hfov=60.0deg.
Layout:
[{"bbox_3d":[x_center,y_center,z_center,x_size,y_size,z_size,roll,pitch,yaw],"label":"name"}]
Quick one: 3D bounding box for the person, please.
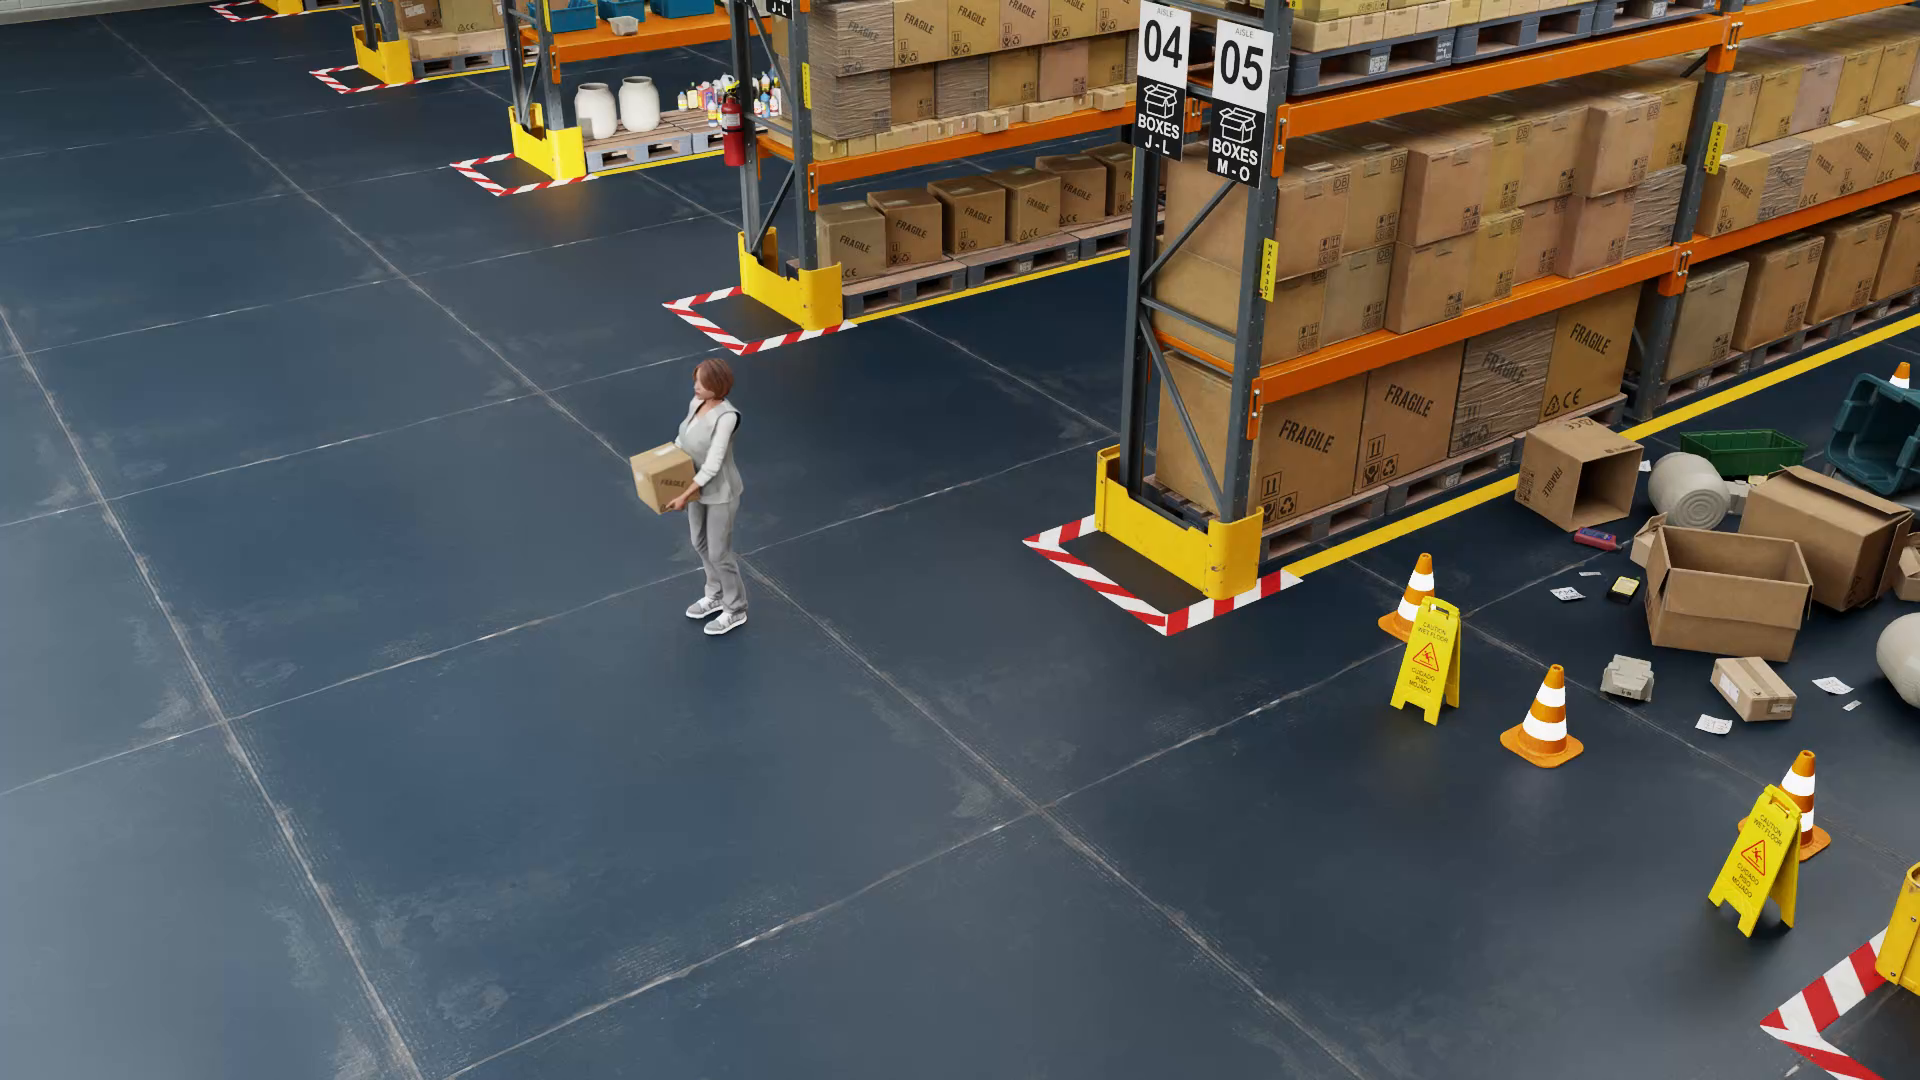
[{"bbox_3d":[-1.423,-0.224,9.046,0.497,1.588,0.406,-19,34,-30],"label":"person"}]
